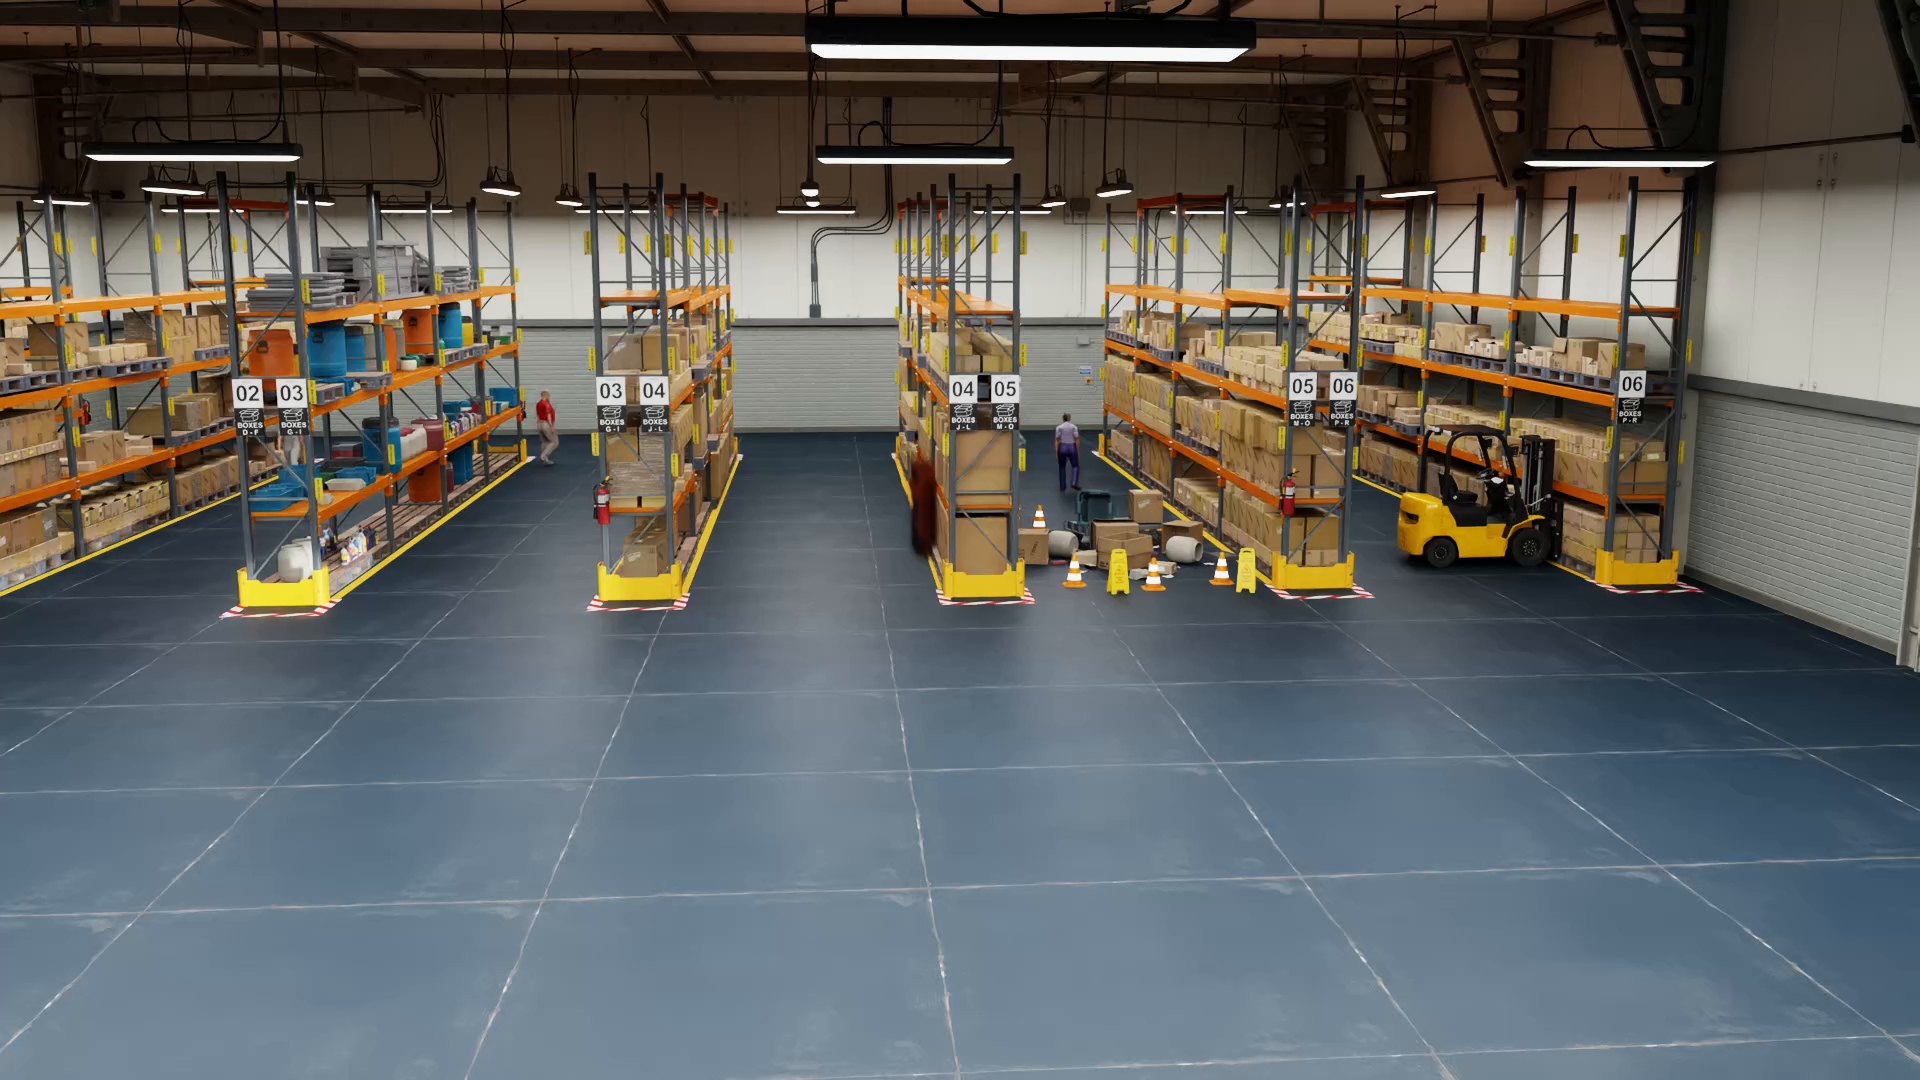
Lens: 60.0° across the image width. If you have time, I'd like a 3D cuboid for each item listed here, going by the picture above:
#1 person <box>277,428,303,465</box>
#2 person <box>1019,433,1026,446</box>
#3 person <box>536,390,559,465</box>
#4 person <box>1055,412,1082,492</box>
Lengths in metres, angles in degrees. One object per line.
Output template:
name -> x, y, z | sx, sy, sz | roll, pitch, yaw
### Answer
person -> -13.973, -1.897, 34.666 | 0.434, 1.605, 1.060 | 0, 10, -2
person -> 1.160, -3.166, 41.716 | 1.054, 1.706, 0.513 | -2, 10, -9
person -> -9.584, -2.581, 38.359 | 0.505, 1.726, 0.575 | -10, 14, -44
person -> 2.225, -1.793, 34.150 | 0.571, 1.648, 0.536 | 1, 10, 4
